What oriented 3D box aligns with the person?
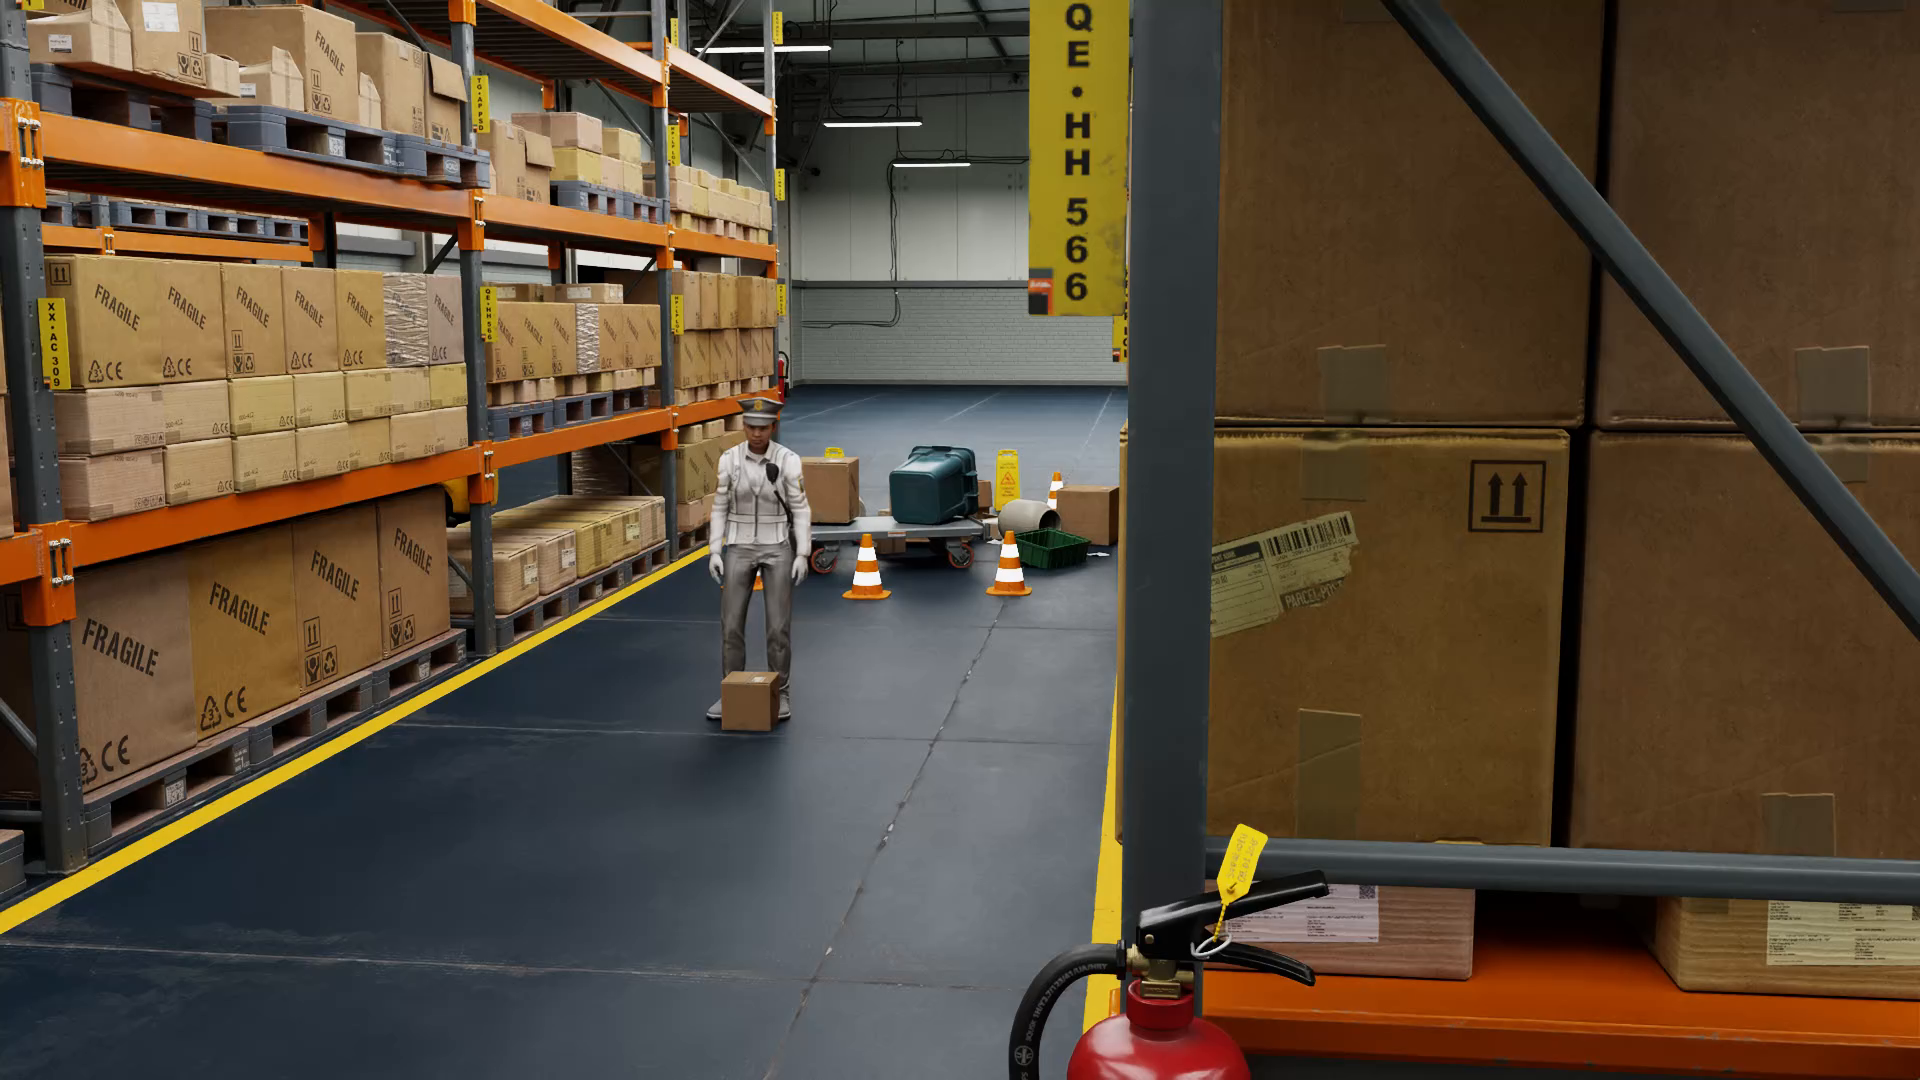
[{"bbox_3d":[-1.043,0.090,8.625,0.540,1.663,0.376,0,8,3],"label":"person"}]
